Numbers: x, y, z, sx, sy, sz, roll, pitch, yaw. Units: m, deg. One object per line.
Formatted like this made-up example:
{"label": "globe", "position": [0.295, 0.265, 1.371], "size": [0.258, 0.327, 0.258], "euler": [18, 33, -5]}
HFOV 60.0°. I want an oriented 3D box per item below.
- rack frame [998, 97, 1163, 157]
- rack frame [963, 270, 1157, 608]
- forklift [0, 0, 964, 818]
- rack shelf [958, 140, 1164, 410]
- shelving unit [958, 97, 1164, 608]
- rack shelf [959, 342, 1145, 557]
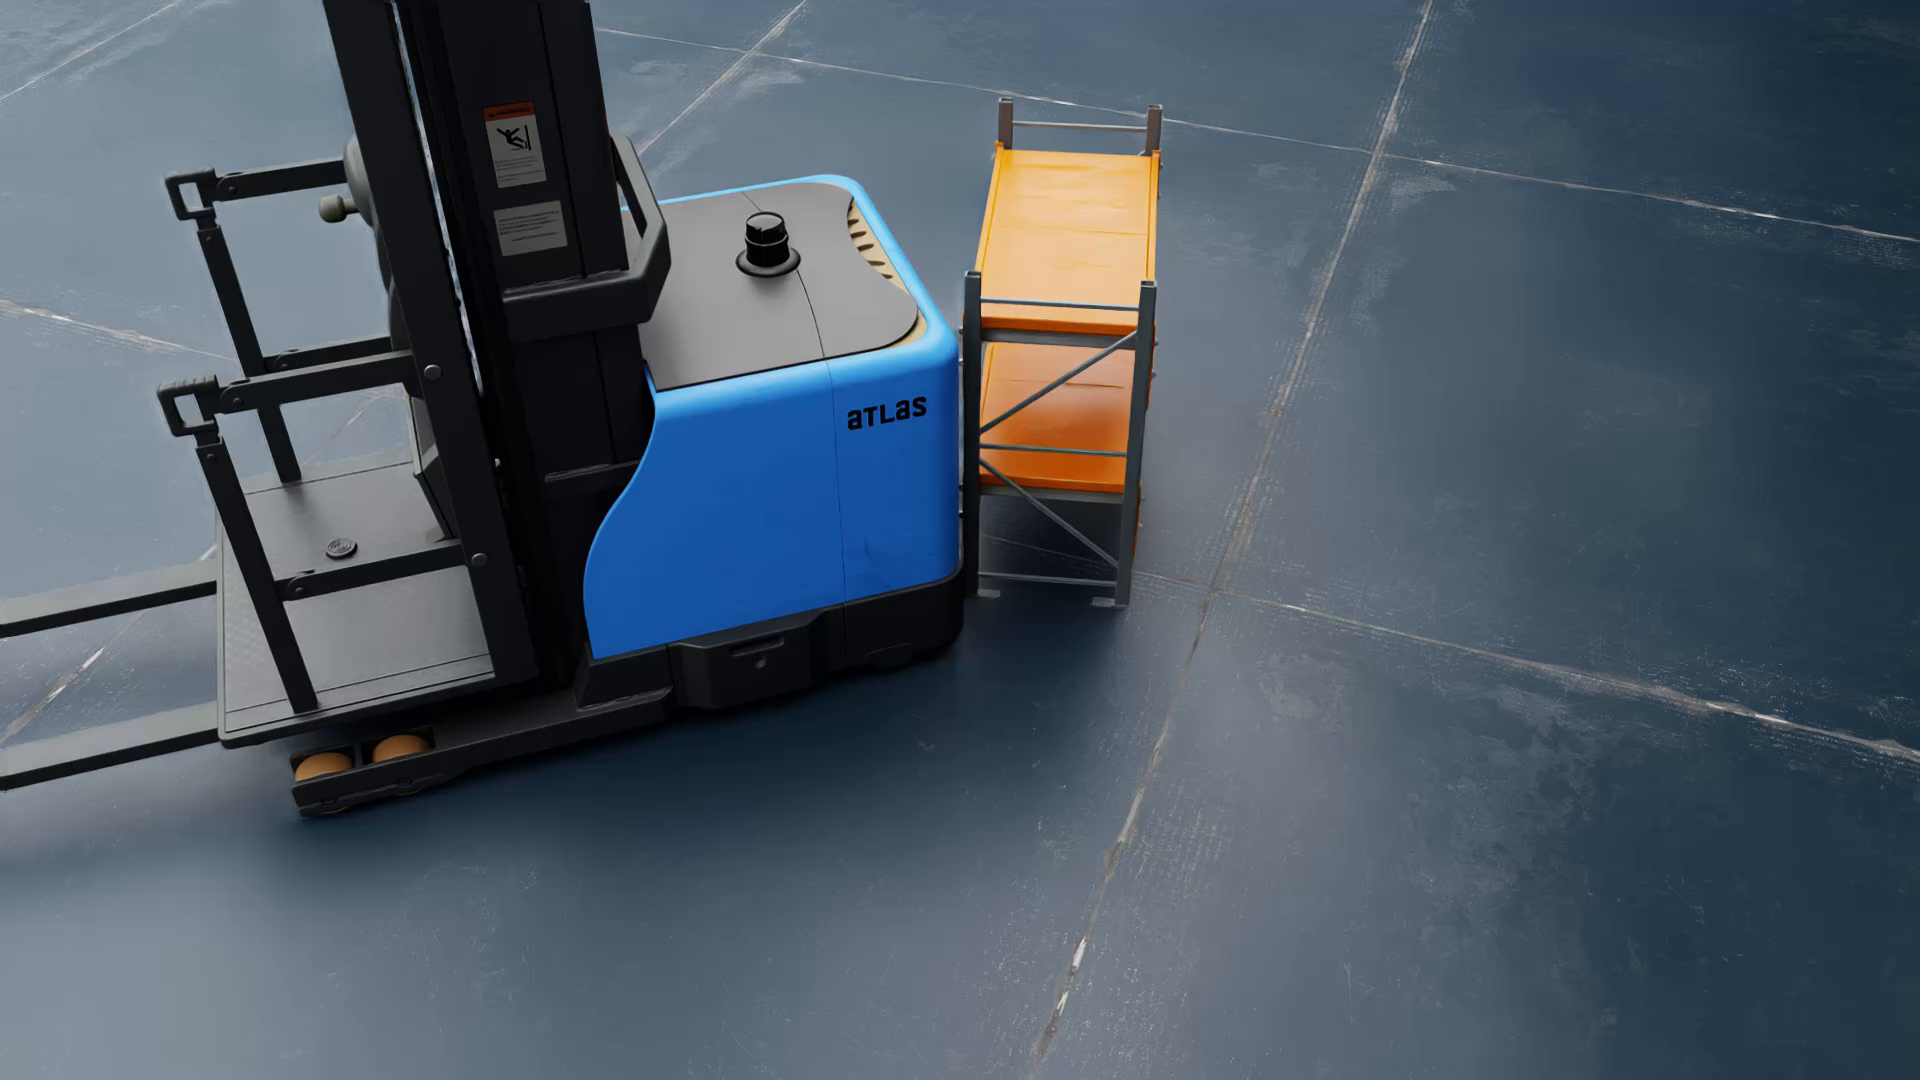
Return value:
{"label": "rack frame", "position": [0.368, -0.907, 5.446], "size": [0.500, 1.125, 0.032], "euler": [4, 41, 5]}
{"label": "rack frame", "position": [0.260, -0.250, 4.677], "size": [0.500, 1.125, 0.032], "euler": [4, 41, 5]}
{"label": "forklift", "position": [-1.563, -0.778, 3.904], "size": [3.031, 2.935, 1.130], "euler": [-13, 42, -14]}
{"label": "rack shelf", "position": [0.314, -0.801, 4.871], "size": [0.538, 0.278, 1.000], "euler": [4, 41, 5]}
{"label": "shelving unit", "position": [0.314, -0.578, 5.061], "size": [0.538, 1.125, 1.048], "euler": [4, 41, 5]}
{"label": "rack shelf", "position": [0.314, -0.392, 5.220], "size": [0.538, 0.278, 1.000], "euler": [4, 41, 5]}
